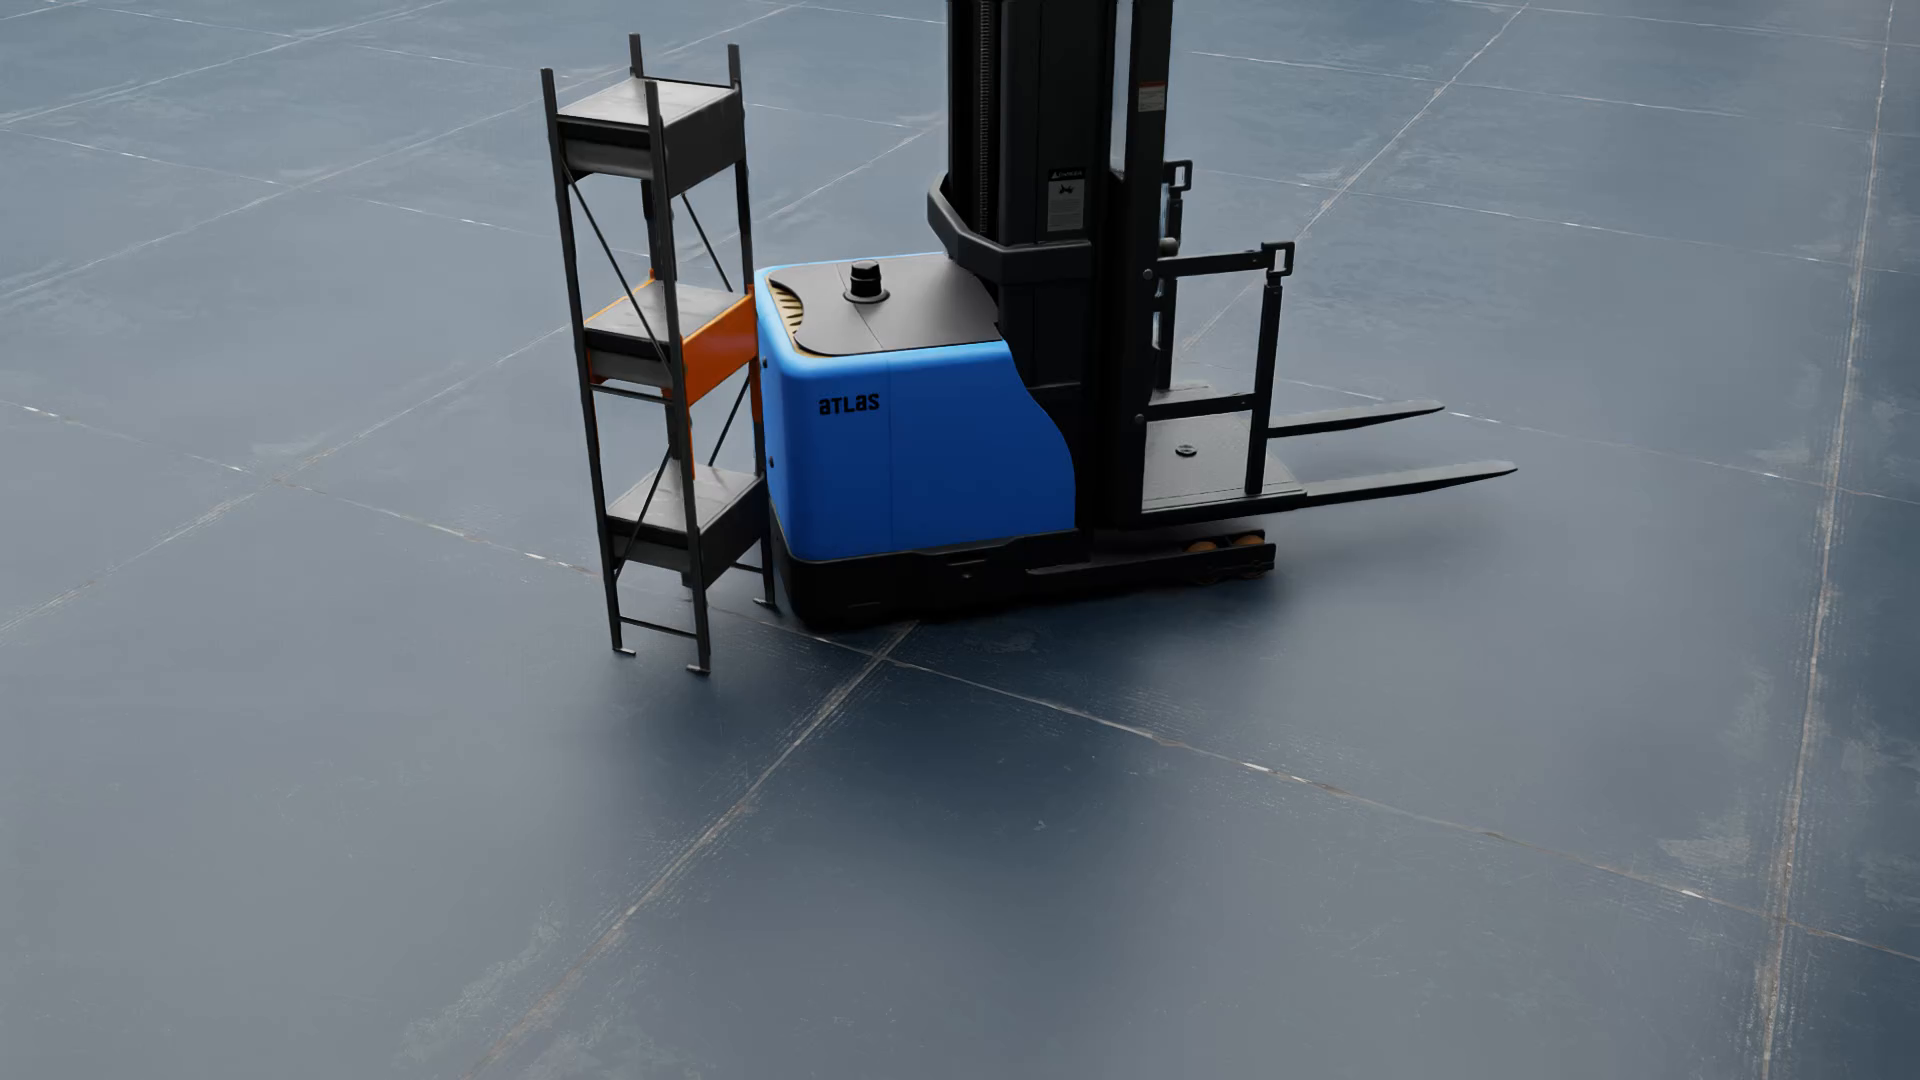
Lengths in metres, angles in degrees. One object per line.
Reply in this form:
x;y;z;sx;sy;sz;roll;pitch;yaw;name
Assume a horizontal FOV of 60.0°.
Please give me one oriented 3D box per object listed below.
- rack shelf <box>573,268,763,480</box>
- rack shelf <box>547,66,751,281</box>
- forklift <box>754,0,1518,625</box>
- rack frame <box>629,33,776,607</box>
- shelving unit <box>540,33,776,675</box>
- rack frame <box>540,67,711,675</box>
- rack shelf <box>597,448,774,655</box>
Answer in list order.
-0.982;-0.574;5.668;0.431;0.518;0.480;12;32;20;rack shelf
-0.982;-1.181;5.319;0.431;0.518;0.480;12;32;20;rack shelf
0.739;-1.345;6.149;3.031;2.935;1.130;-7;31;-12;forklift
-0.888;-0.698;5.856;0.400;2.100;0.015;12;32;20;rack frame
-0.982;-0.585;5.661;0.431;2.100;0.503;12;32;20;shelving unit
-1.076;-0.473;5.466;0.400;2.100;0.015;12;32;20;rack frame
-0.982;0.033;6.016;0.431;0.518;0.480;12;32;20;rack shelf
